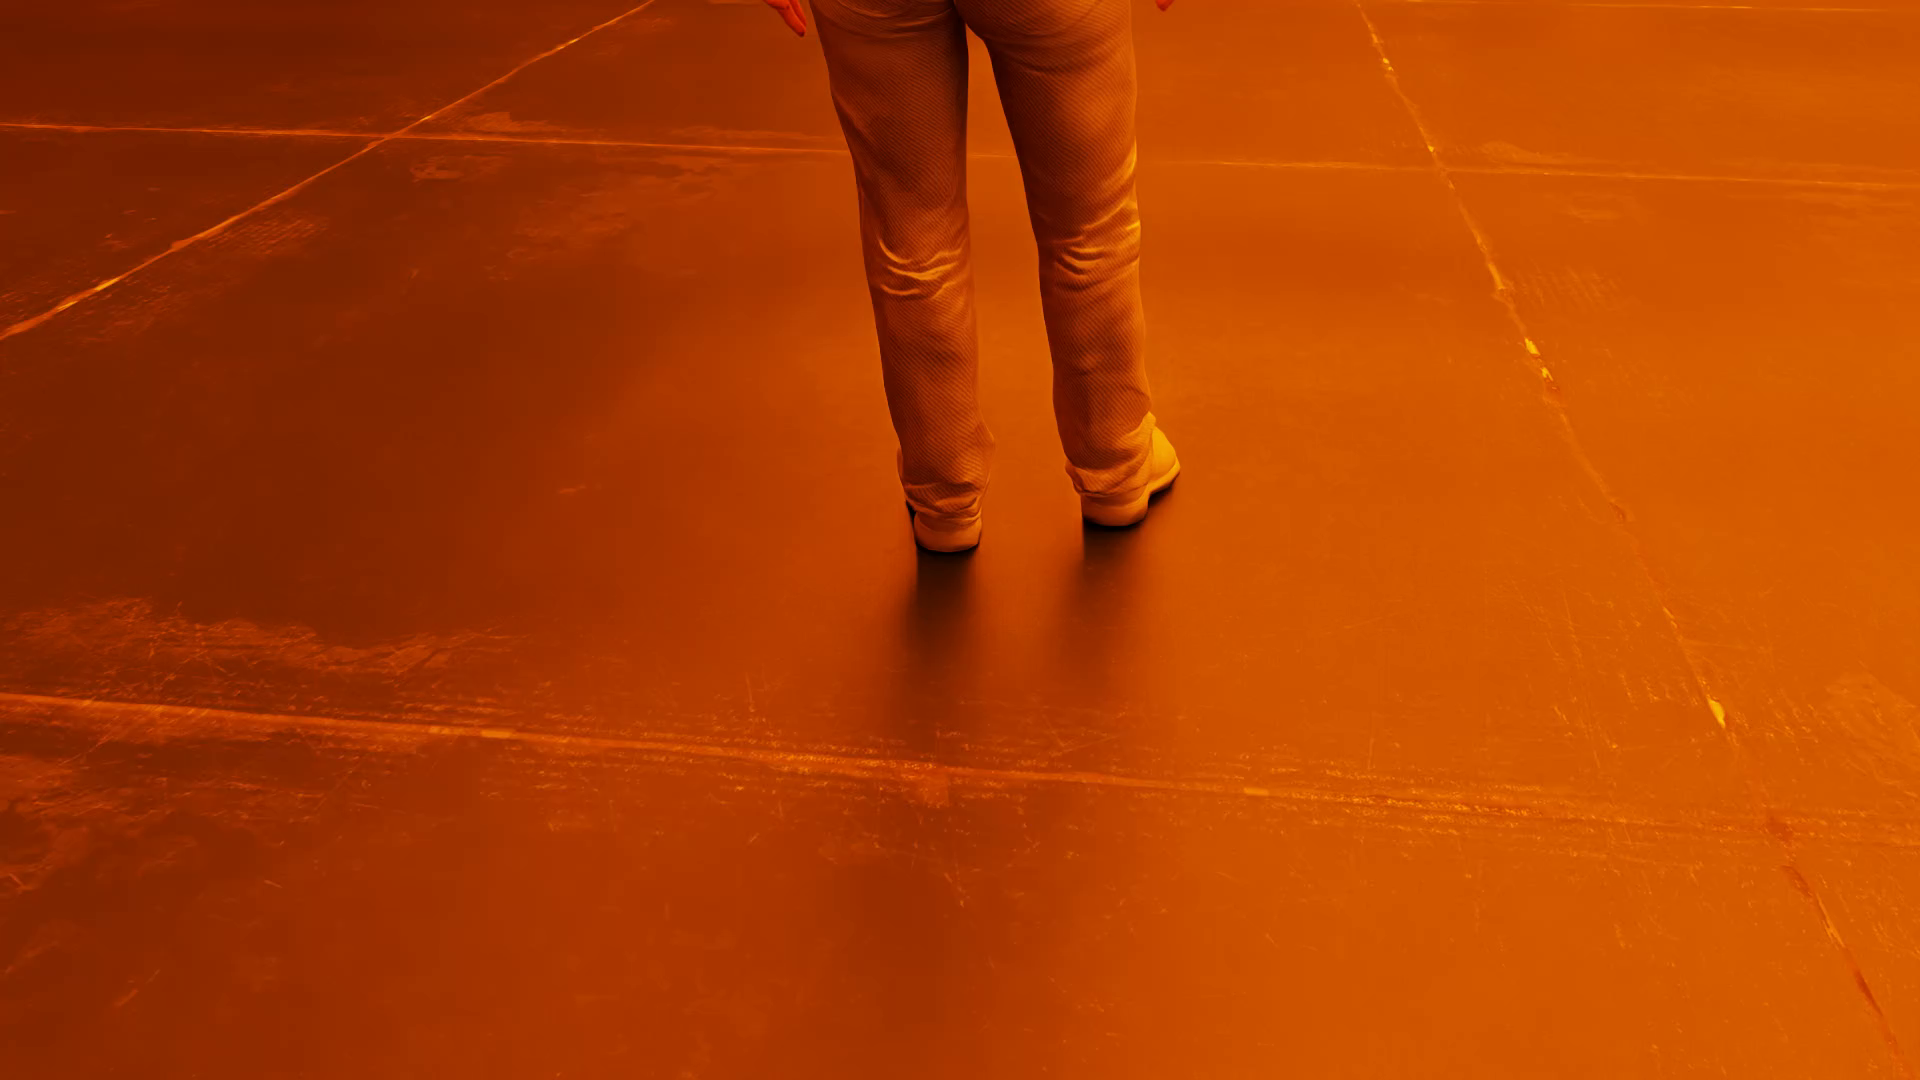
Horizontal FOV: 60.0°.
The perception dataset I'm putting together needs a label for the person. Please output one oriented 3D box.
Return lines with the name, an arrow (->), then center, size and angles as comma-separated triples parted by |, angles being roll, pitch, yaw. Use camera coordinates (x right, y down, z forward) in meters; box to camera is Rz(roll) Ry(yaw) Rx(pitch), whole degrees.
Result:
person -> 0.016, -0.828, 2.156 | 0.634, 1.775, 0.566 | 3, 27, 7
